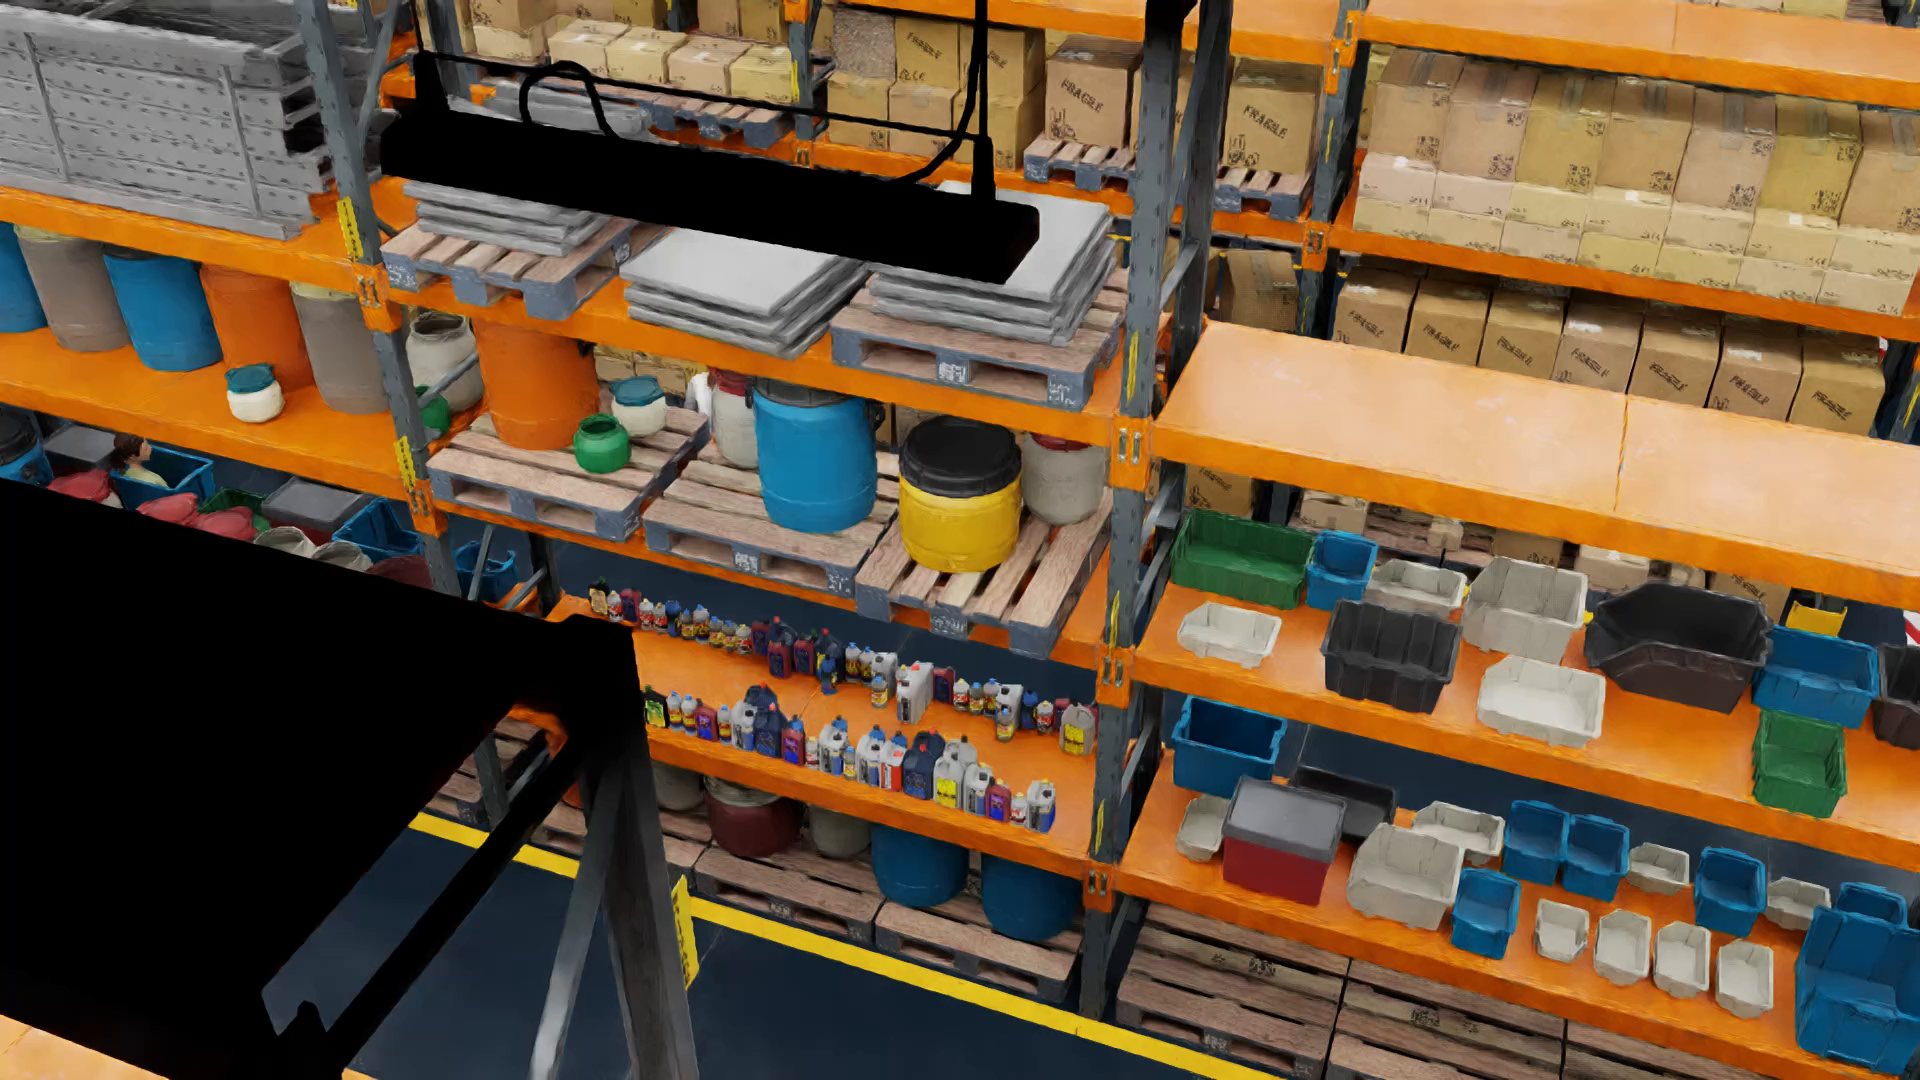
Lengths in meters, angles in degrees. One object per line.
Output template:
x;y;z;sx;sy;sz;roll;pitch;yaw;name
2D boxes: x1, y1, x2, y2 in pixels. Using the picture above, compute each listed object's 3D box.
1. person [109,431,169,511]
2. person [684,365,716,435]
-5.610;-0.062;11.685;0.578;1.665;0.584;20;41;24;person
-1.765;-0.706;12.821;0.754;1.784;0.538;-1;36;-1;person
